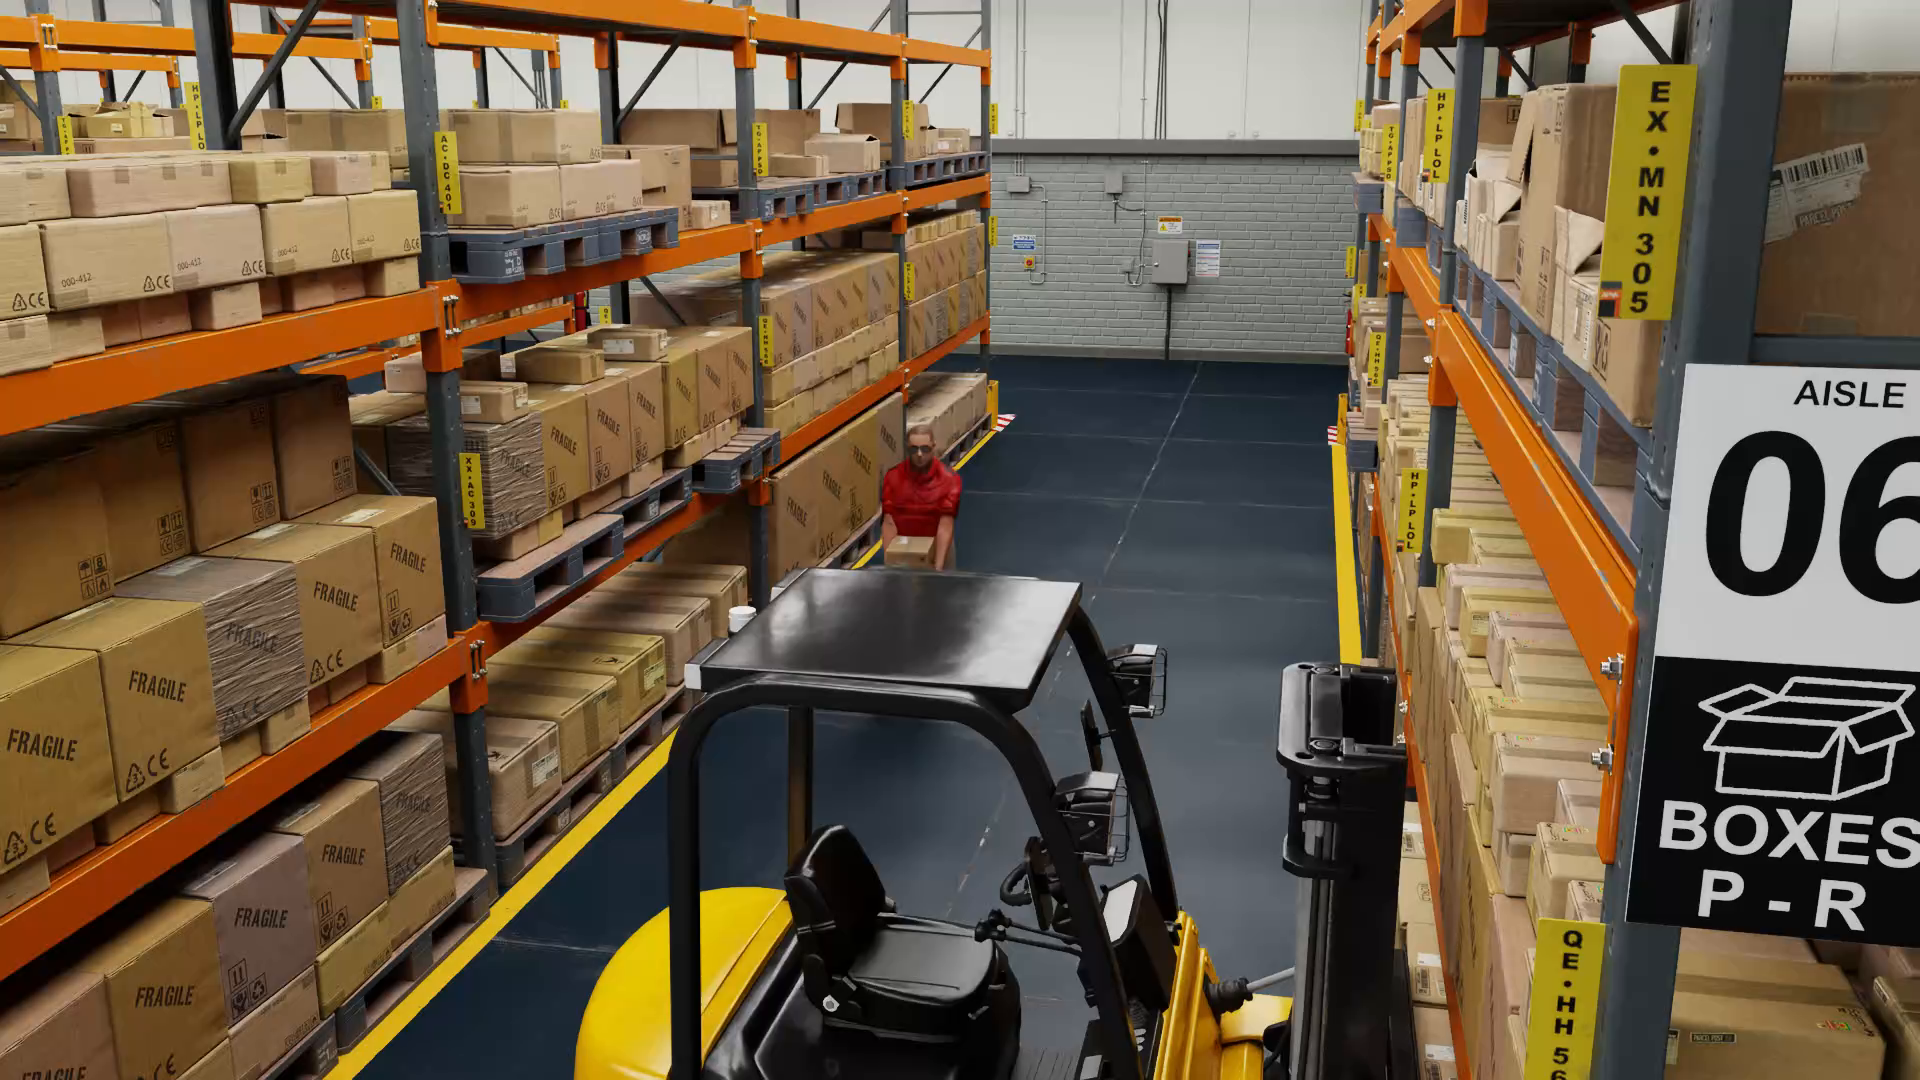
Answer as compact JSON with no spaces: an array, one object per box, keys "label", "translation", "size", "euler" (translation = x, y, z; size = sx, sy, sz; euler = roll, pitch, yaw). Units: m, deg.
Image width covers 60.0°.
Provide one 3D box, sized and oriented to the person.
[{"label":"person","translation":[-0.232,0.149,10.015],"size":[0.483,1.714,0.566],"euler":[3,15,10]}]
